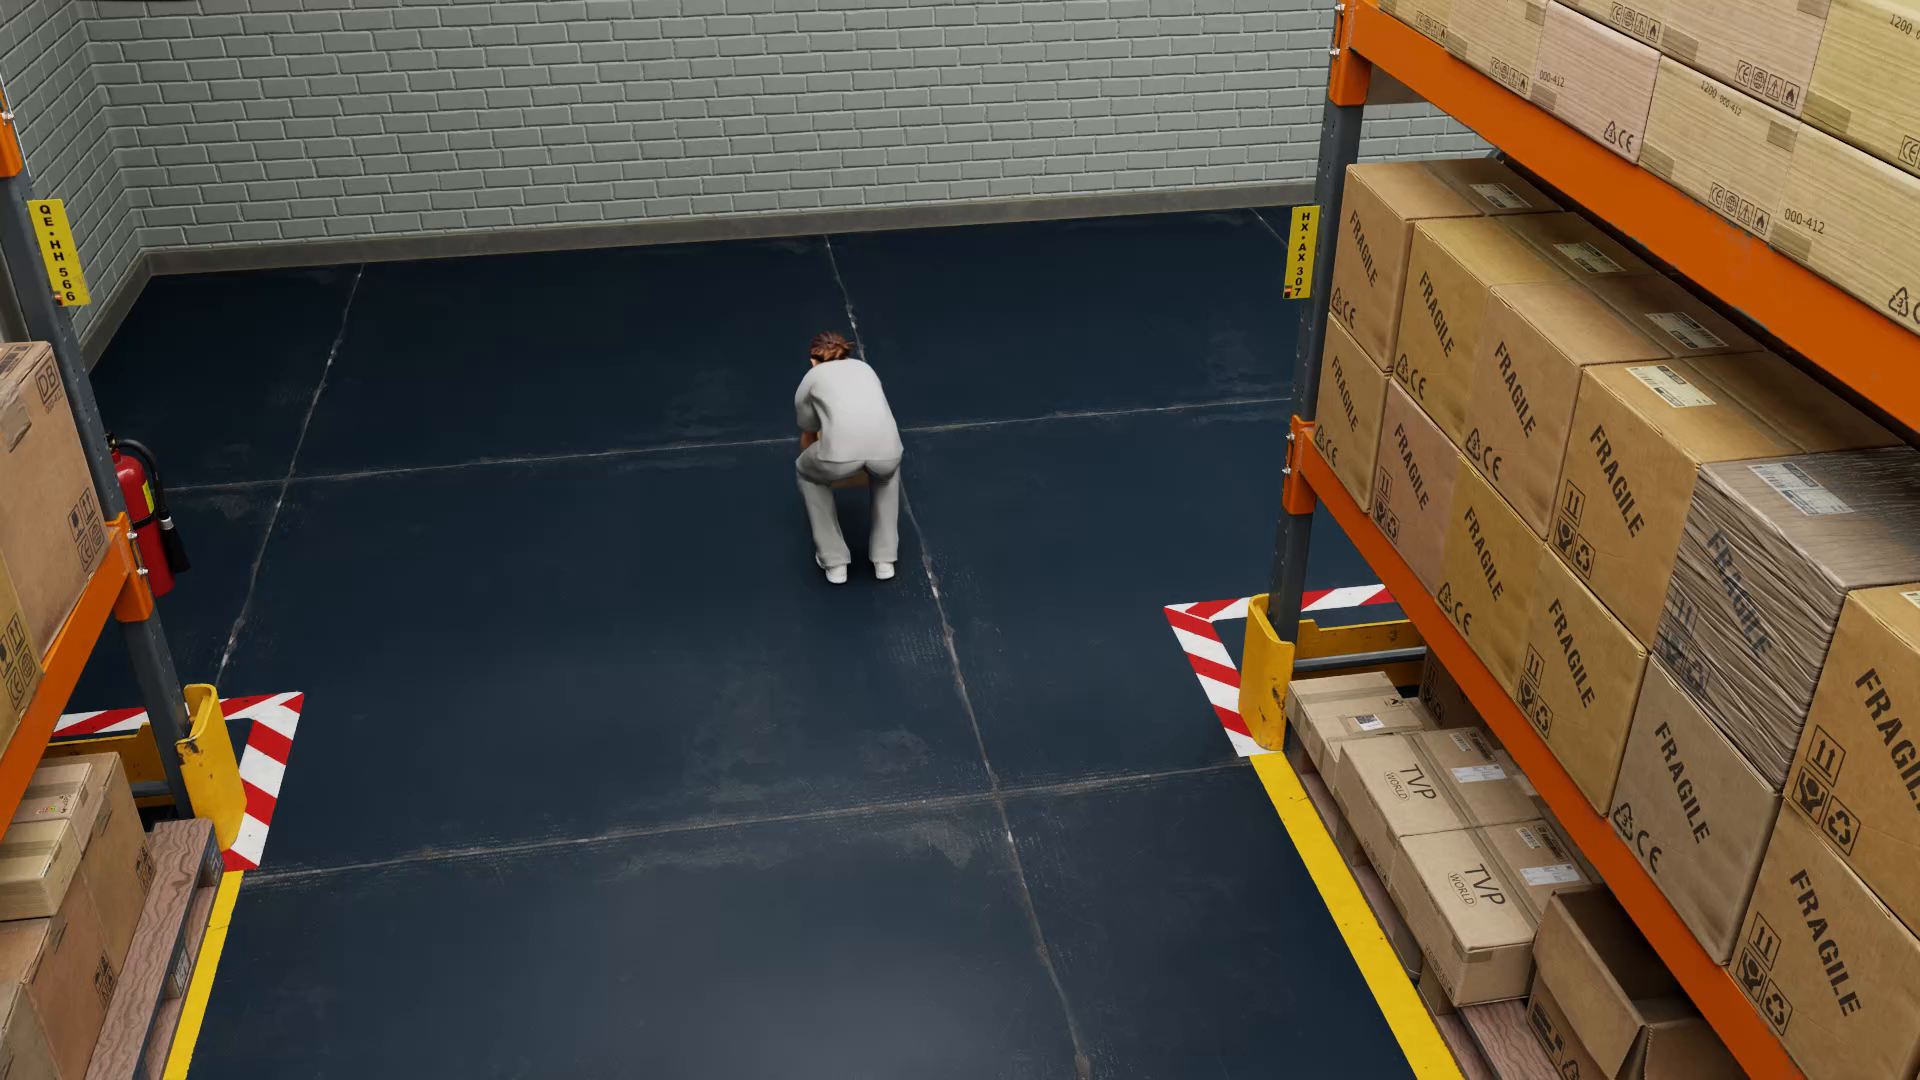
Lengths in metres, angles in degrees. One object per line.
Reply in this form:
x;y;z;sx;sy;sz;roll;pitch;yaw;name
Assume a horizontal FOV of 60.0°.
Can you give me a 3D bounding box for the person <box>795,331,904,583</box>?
-0.502;-0.367;7.457;0.475;0.951;0.863;-7;31;-11;person
